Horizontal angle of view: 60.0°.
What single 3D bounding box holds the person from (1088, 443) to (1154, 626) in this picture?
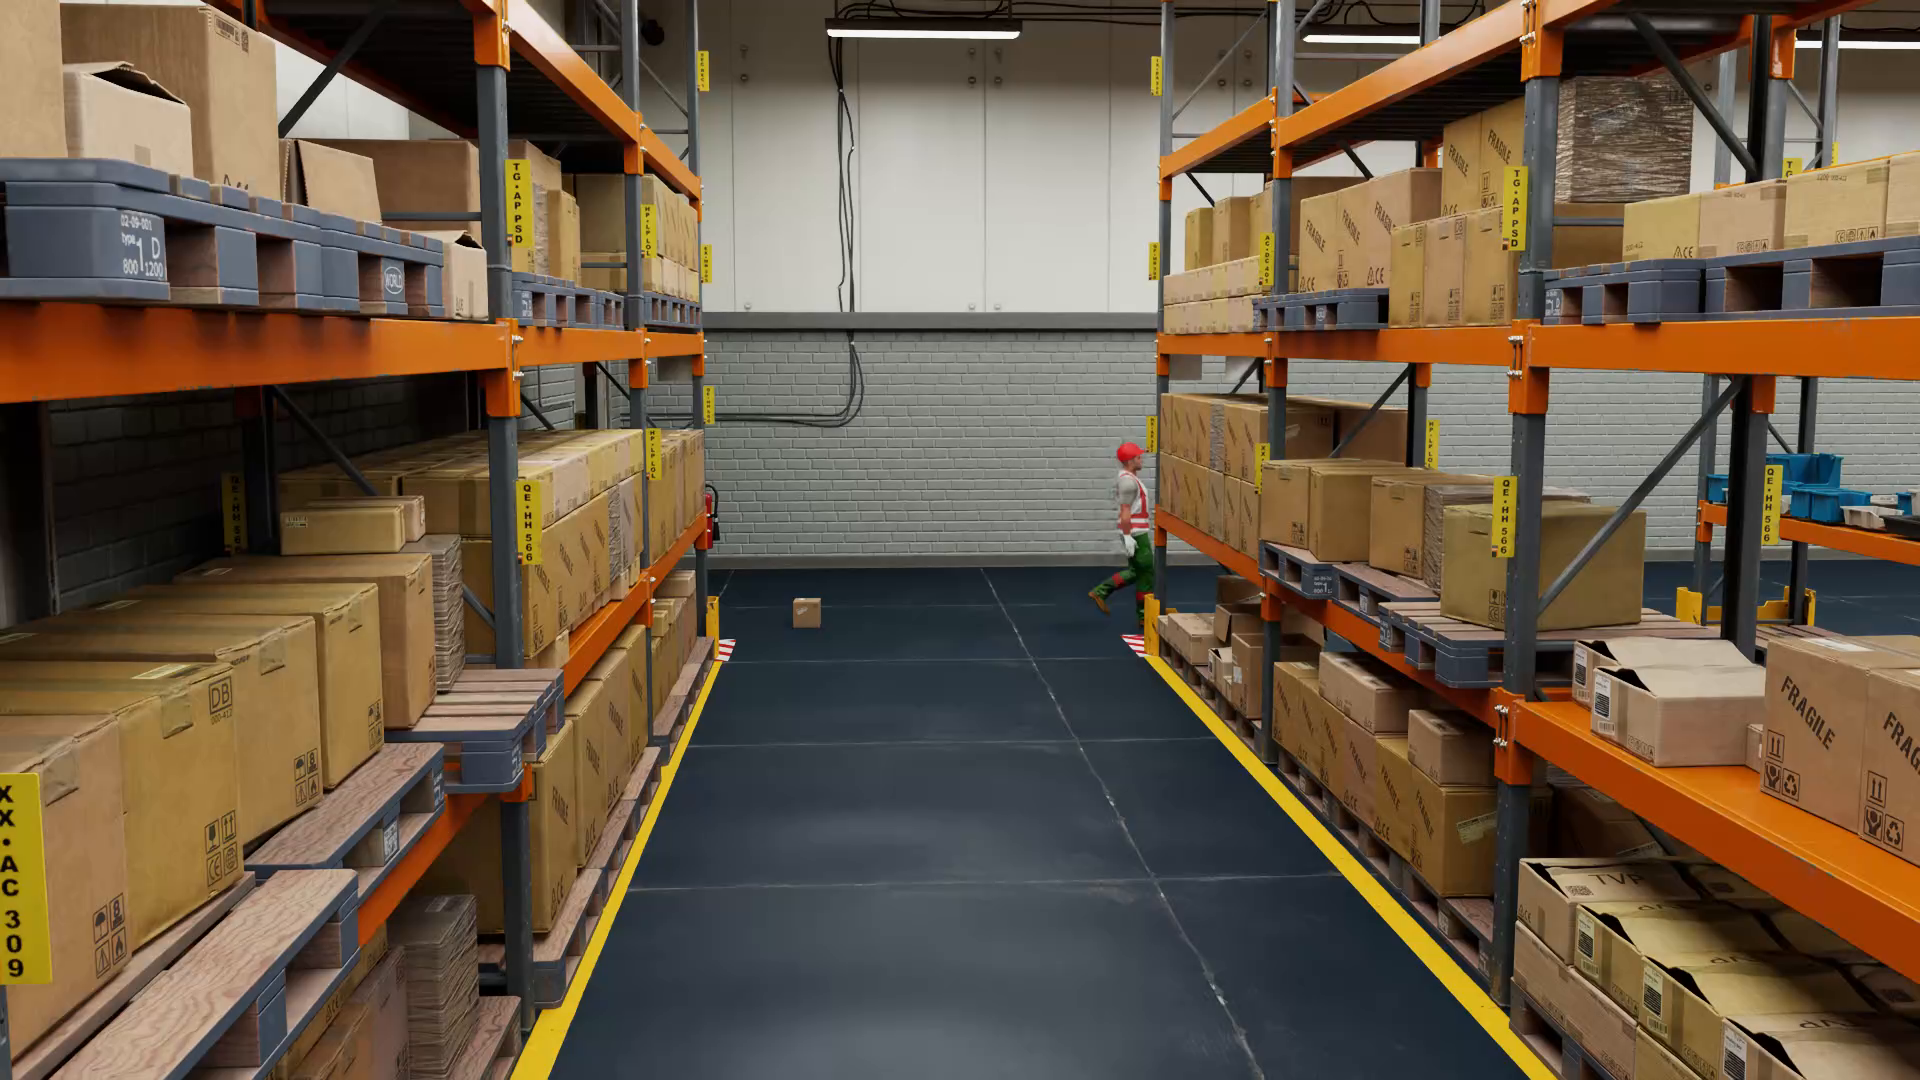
[{"bbox_3d":[1.628,-0.054,15.995,0.789,1.770,0.551,1,7,5],"label":"person"}]
